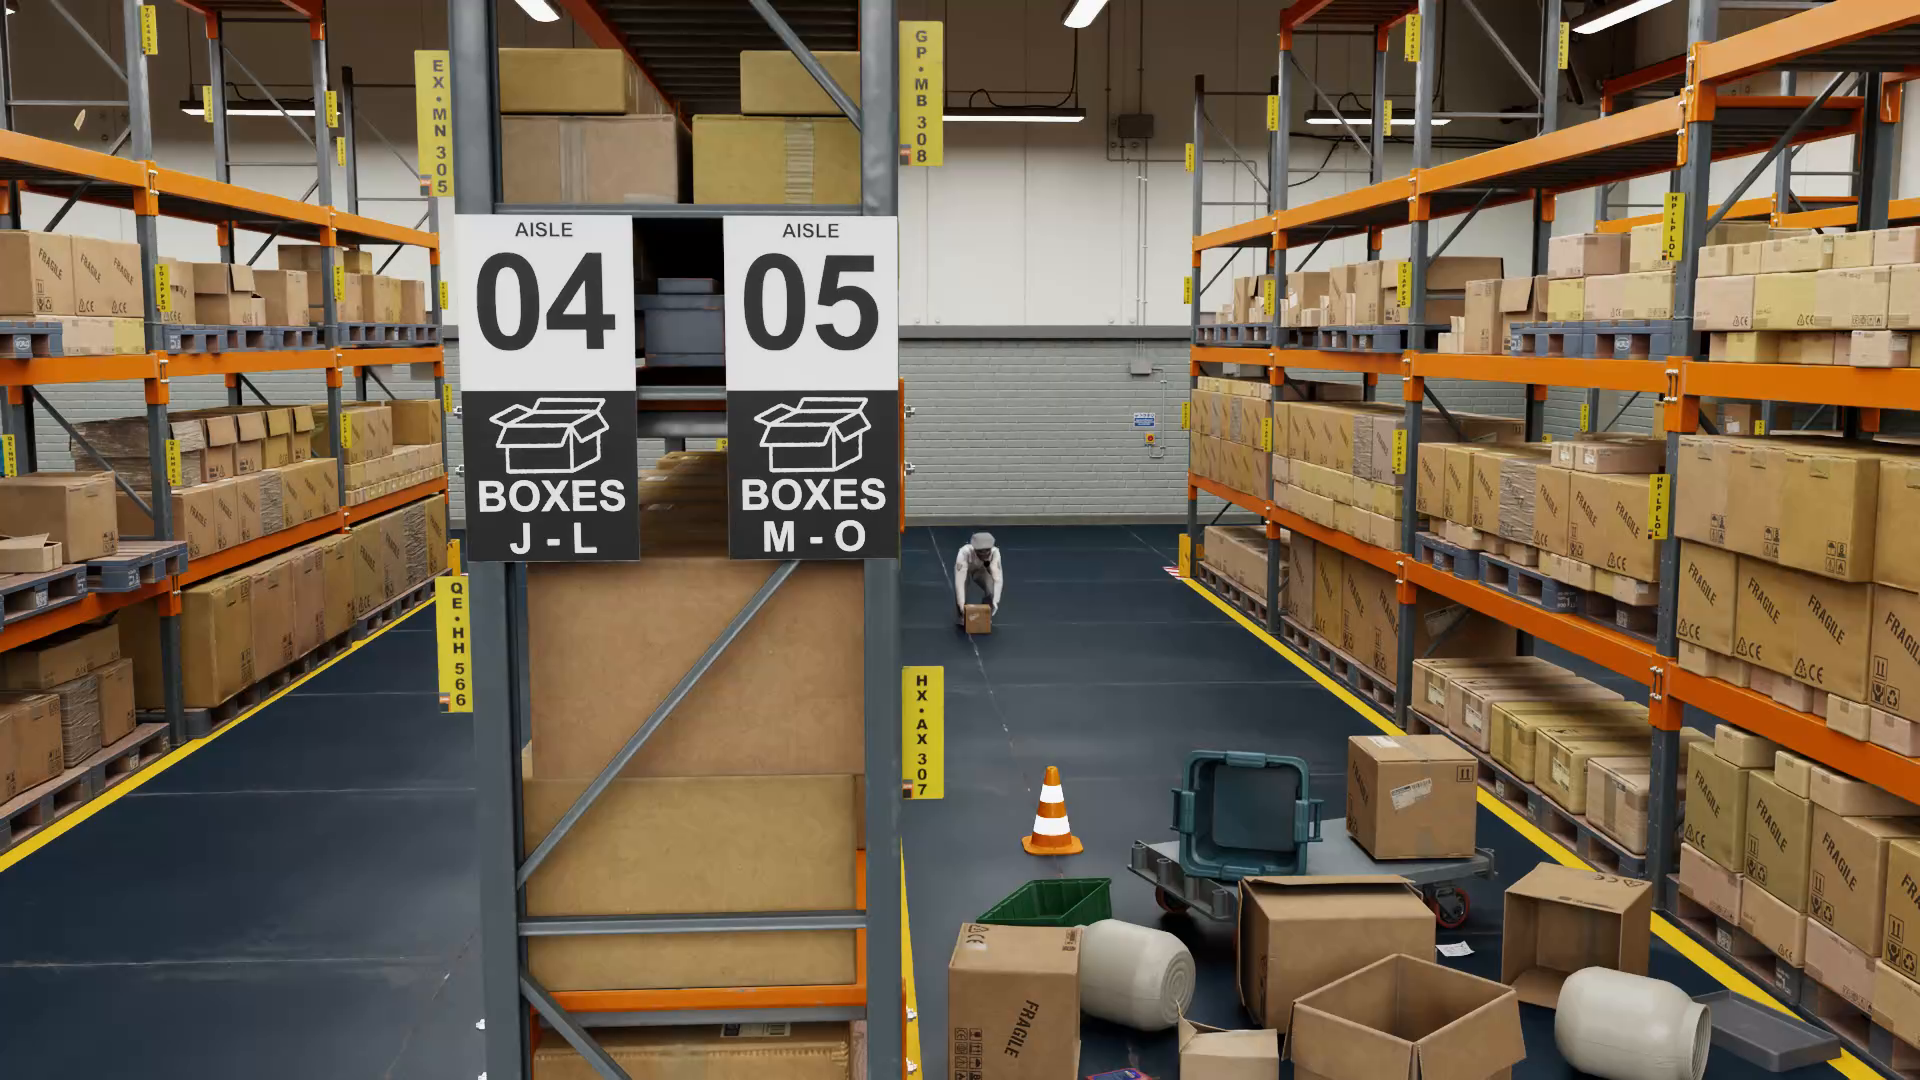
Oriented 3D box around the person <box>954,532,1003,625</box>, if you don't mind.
[{"bbox_3d":[0.181,0.386,16.918,0.489,0.984,0.845,0,7,-4],"label":"person"}]
